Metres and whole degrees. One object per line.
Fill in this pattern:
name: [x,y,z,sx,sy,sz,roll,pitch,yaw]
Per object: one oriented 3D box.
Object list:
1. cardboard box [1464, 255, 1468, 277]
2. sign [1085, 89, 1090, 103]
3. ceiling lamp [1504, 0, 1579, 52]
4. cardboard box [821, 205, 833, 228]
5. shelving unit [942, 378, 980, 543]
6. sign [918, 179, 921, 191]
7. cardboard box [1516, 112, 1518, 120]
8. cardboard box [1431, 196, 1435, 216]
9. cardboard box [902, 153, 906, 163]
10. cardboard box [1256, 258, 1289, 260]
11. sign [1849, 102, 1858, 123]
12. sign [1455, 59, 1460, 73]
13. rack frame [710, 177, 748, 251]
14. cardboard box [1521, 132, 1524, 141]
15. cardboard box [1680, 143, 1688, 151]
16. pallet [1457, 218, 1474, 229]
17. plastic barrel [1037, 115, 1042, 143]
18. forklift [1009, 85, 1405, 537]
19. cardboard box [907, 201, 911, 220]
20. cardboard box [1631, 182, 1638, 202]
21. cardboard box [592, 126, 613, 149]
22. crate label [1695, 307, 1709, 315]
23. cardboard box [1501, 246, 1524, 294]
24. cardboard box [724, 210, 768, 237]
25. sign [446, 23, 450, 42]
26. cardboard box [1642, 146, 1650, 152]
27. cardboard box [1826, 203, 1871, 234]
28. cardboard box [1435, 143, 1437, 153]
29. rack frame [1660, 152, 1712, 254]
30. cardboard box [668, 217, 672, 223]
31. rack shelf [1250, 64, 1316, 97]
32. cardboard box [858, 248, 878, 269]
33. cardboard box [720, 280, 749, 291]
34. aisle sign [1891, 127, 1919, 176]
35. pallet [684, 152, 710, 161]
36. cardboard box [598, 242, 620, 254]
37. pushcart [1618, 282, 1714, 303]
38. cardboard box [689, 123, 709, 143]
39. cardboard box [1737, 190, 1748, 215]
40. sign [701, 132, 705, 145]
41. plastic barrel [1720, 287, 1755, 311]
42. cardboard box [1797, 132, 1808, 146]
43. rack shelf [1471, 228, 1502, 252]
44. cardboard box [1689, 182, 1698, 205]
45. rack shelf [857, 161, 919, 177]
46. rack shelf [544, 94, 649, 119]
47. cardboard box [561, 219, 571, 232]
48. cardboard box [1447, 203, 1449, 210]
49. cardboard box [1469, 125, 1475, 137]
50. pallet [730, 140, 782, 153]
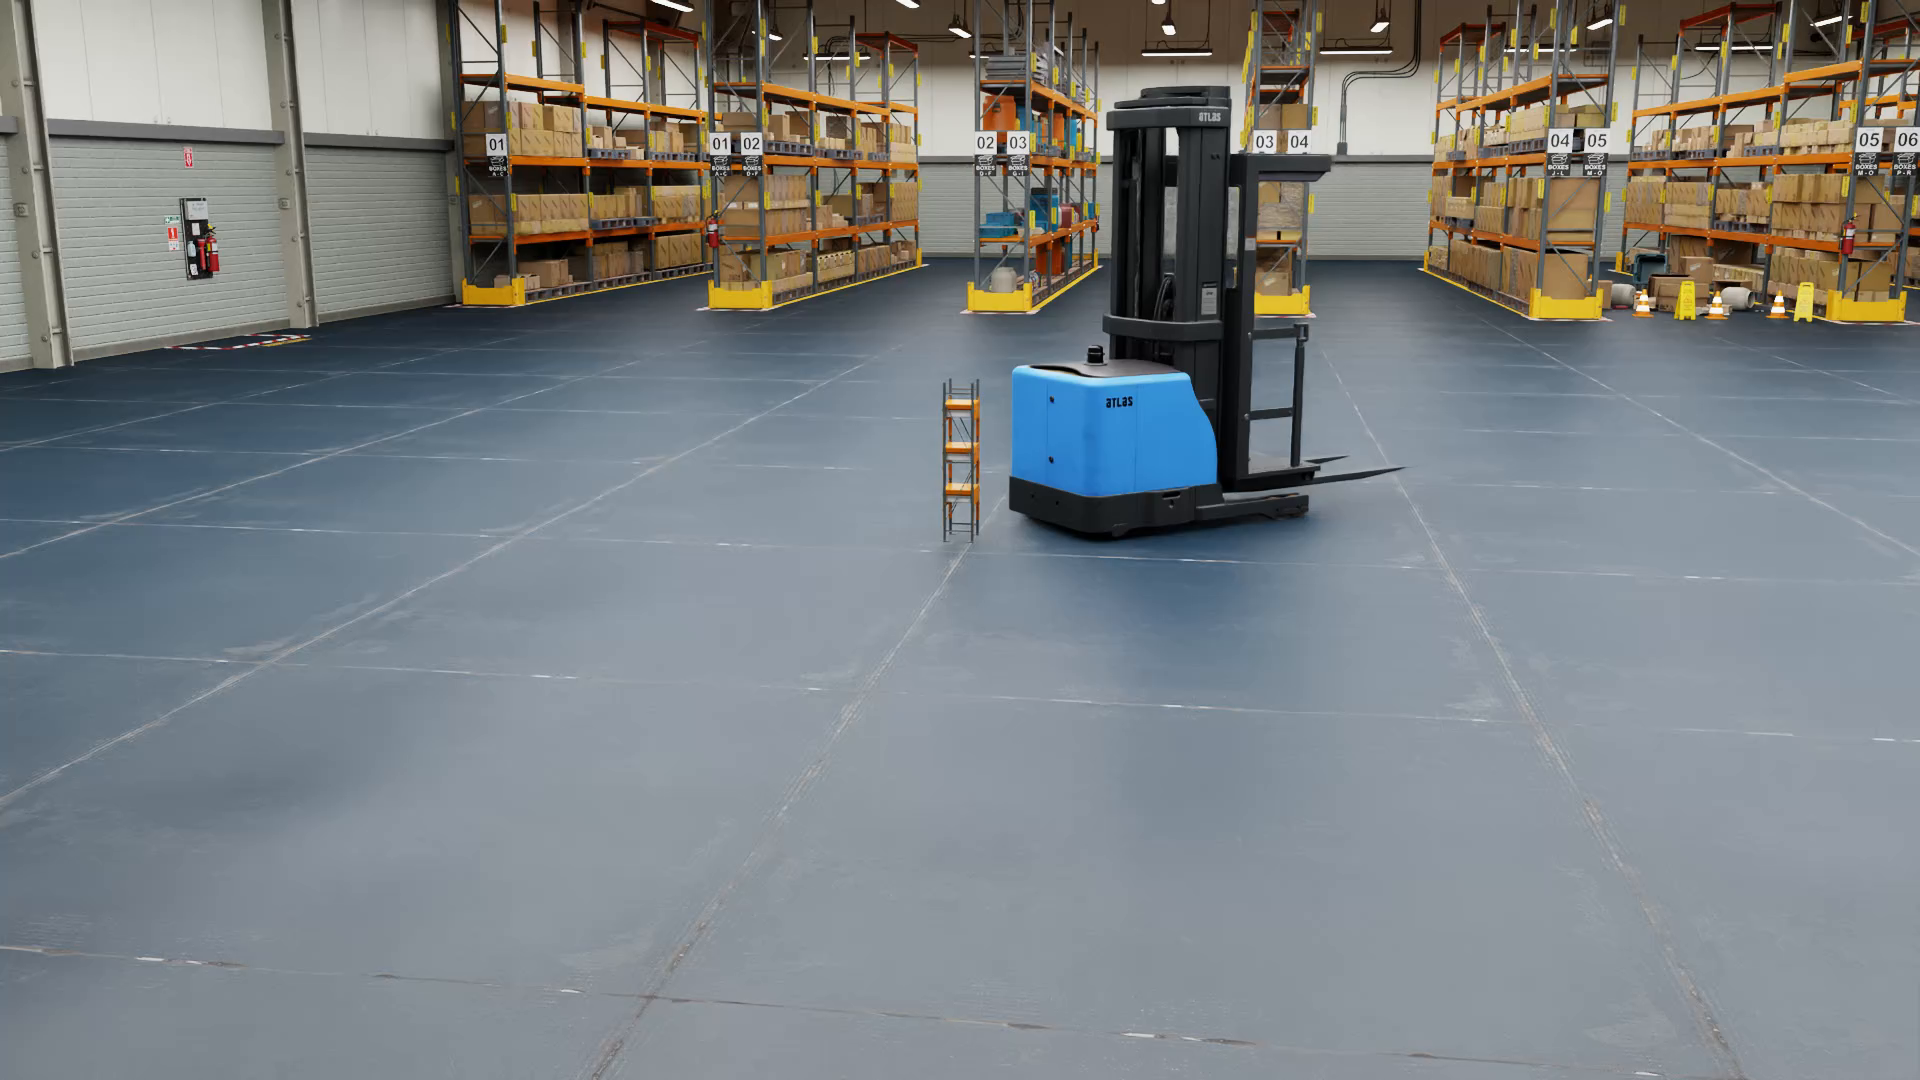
cardboard box: [11.619,-6.143,37.314,0.500,0.500,0.500,2,12,8]
sign: [3.155,-11.001,41.177,0.100,0.325,0.005,2,12,9]
ceiling lamp: [15.930,-14.964,45.211,2.000,3.185,0.800,2,12,9]
cardboard box: [-3.139,-7.217,37.123,0.500,0.500,0.500,1,12,6]
shelving unit: [0.008,-0.524,10.934,0.215,1.050,0.252,2,12,9]
sign: [-1.121,-9.881,46.226,0.100,0.325,0.005,2,12,9]
cardboard box: [10.692,-7.998,31.337,0.380,0.149,0.250,2,12,8]
cardboard box: [12.665,-8.789,43.714,0.500,0.500,0.500,2,12,11]
cardboard box: [-1.730,-10.149,44.201,0.500,0.250,0.500,2,12,9]
cardboard box: [6.569,-5.699,35.205,0.700,0.500,0.500,1,12,4]
sign: [14.907,-7.131,27.740,0.100,0.325,0.005,2,12,9]
sign: [11.858,-11.296,39.645,0.100,0.325,0.005,2,12,9]
rack frame: [-6.562,-9.343,47.225,1.000,3.000,0.127,2,12,9]
cardboard box: [10.575,-7.449,30.681,0.380,0.149,0.250,2,12,9]
cardboard box: [16.758,-9.013,38.132,0.380,0.166,0.250,1,12,5]
pallet: [11.781,-7.072,37.145,1.213,0.211,1.003,2,12,9]
plastic barrel: [1.446,-8.620,35.563,0.600,0.901,0.708,2,12,9]
forklift: [1.873,-1.658,11.729,3.031,2.935,1.130,-7,14,-30]
cardboard box: [-1.625,-8.918,45.017,0.500,0.500,0.500,2,12,9]
cardboard box: [17.485,-8.879,42.464,0.500,0.500,0.500,2,12,7]
cardboard box: [-8.055,-8.933,36.971,0.500,0.500,0.500,1,12,7]
crate label: [13.155,-4.072,29.564,0.250,0.136,0.298,-5,13,-21]
cardboard box: [10.995,-5.219,32.139,0.875,0.875,0.875,2,12,10]
cardboard box: [-4.043,-5.998,31.468,0.700,0.500,0.500,2,12,9]
sign: [-9.568,-9.501,31.126,0.100,0.325,0.005,2,12,9]
cardboard box: [17.519,-9.919,42.140,0.380,0.149,0.250,2,12,11]
cardboard box: [15.264,-5.526,28.570,0.500,0.500,0.500,2,12,8]
cardboard box: [12.681,-10.232,43.400,0.500,0.250,0.500,2,12,10]
rack frame: [17.298,-7.707,39.637,1.000,3.000,0.127,2,12,9]
cardboard box: [-7.343,-7.894,41.052,0.380,0.149,0.250,2,12,10]
rack shelf: [5.968,-8.526,30.912,1.077,0.370,4.000,2,12,9]
cardboard box: [-2.313,-6.918,40.865,0.500,0.500,0.500,1,12,7]
cardboard box: [-4.337,-4.835,31.837,0.500,0.250,0.500,2,12,9]
aisle sign: [15.749,-6.457,27.666,0.394,0.787,0.004,2,12,9]
pallet: [-7.041,-10.103,43.843,1.003,0.211,1.213,2,12,9]
cardboard box: [-8.075,-6.662,37.894,0.500,0.250,0.500,2,12,8]
pushcart: [13.807,-4.824,32.481,1.648,0.377,0.936,-2,12,-11]
cardboard box: [-6.791,-10.663,43.574,0.500,0.500,0.500,2,12,8]
cardboard box: [16.152,-6.865,33.787,0.500,0.500,0.500,1,12,7]
sign: [-6.640,-10.367,42.886,0.100,0.325,0.005,2,12,9]
plastic barrel: [14.274,-4.429,30.540,0.421,0.421,0.512,-10,16,-40]
cardboard box: [15.569,-7.286,30.213,0.500,0.250,0.500,2,12,9]
rack shelf: [11.469,-6.246,34.564,1.077,0.370,4.000,2,12,9]
cardboard box: [16.658,-7.739,37.172,0.500,0.500,0.500,2,12,9]
rack shelf: [-1.974,-9.881,44.312,1.077,0.370,4.000,2,12,9]
rack shelf: [-8.100,-9.647,37.052,1.077,0.370,4.000,2,12,9]
cardboard box: [-8.328,-6.464,34.176,0.500,0.250,0.500,2,12,8]
cardboard box: [11.838,-7.954,39.673,0.380,0.149,0.250,2,12,8]
cardboard box: [11.759,-9.265,37.688,0.396,0.266,0.258,2,12,9]
pallet: [-3.993,-7.422,31.401,1.003,0.211,1.213,2,12,9]
